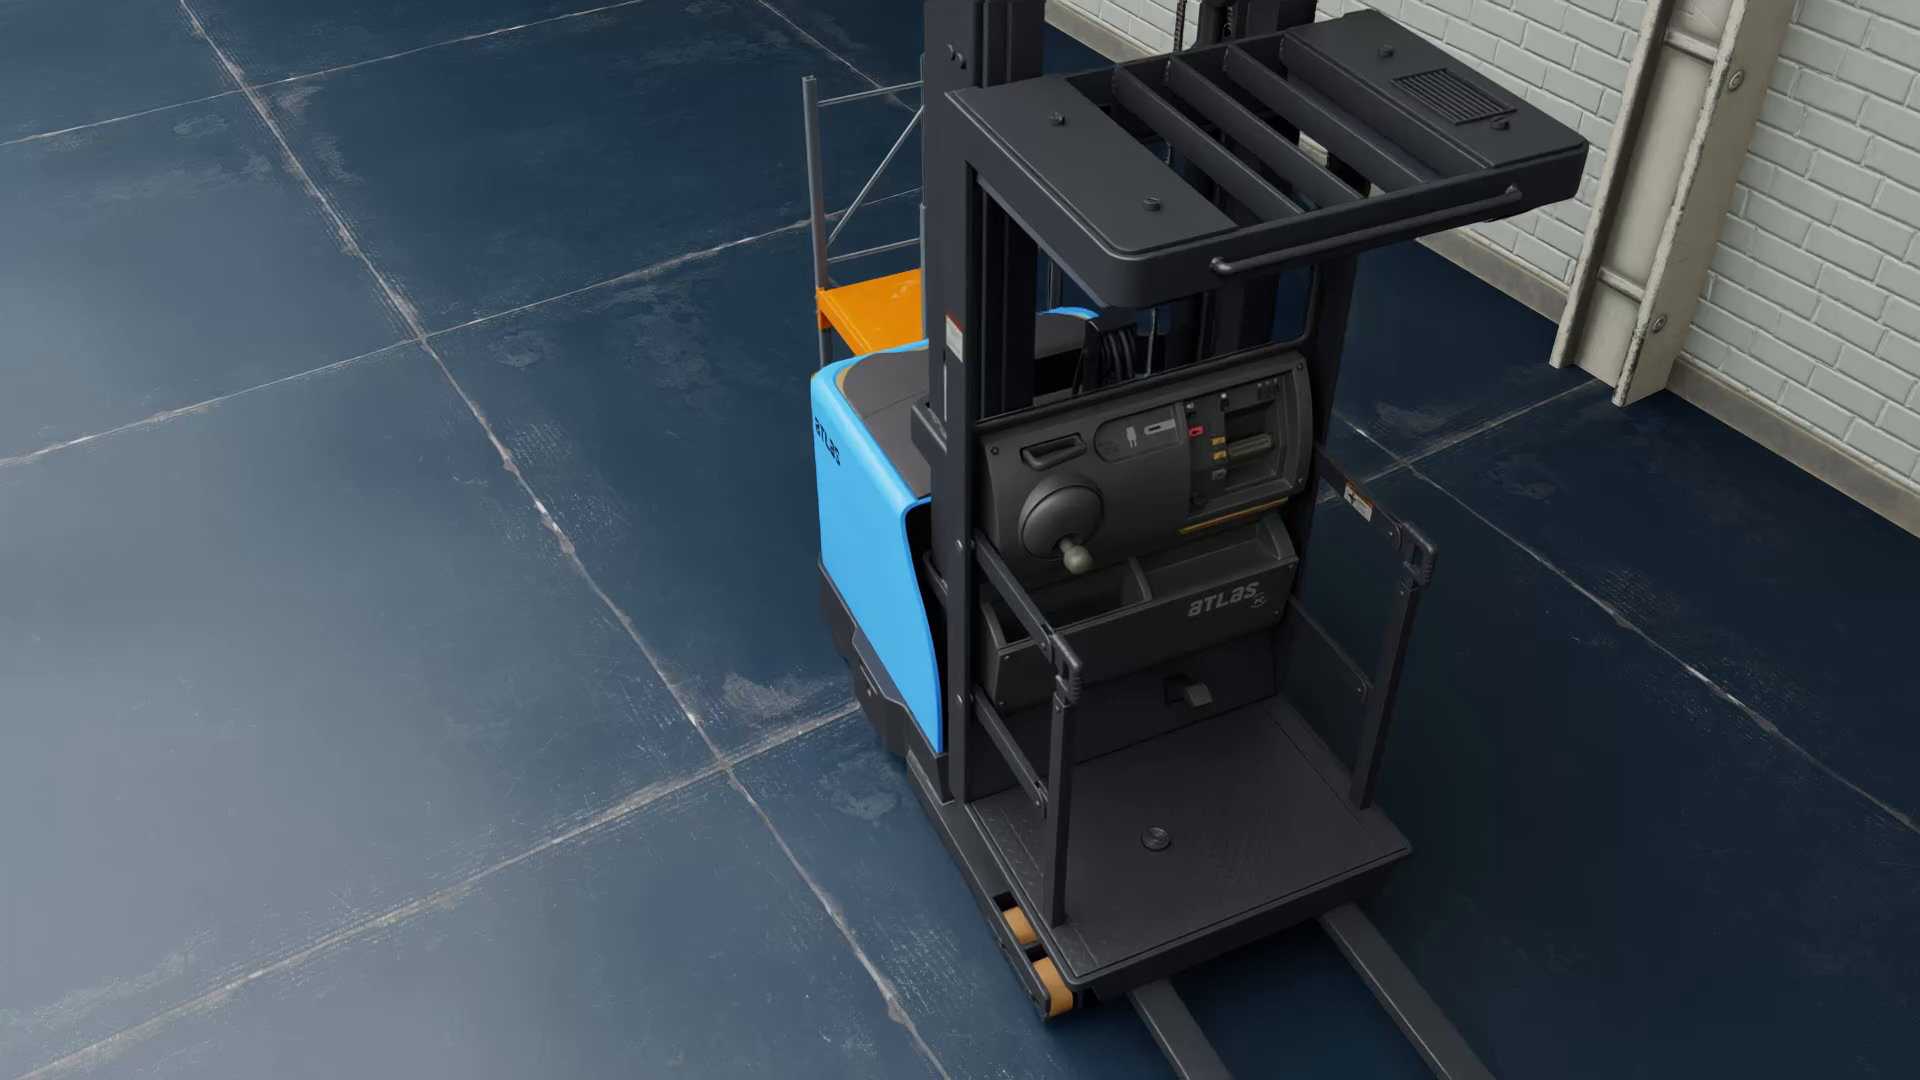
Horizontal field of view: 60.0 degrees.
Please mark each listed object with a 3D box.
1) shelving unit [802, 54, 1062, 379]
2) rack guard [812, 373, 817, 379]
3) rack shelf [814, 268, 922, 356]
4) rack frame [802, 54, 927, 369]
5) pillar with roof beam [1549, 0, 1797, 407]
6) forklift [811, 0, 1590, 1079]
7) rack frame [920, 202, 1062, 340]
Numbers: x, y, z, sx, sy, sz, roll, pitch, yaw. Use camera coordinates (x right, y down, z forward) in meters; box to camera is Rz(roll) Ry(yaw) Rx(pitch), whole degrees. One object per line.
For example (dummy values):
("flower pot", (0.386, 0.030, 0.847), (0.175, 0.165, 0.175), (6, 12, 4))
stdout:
("shelving unit", (-0.104, -0.814, 6.056), (0.587, 1.500, 1.083), (-17, 43, -19))
("rack guard", (-0.315, -0.623, 6.802), (0.587, 0.250, 0.087), (-17, 43, -19))
("rack shelf", (-0.108, -0.681, 6.177), (0.538, 0.185, 1.000), (-17, 43, -19))
("rack frame", (-0.324, -1.114, 6.416), (0.500, 1.500, 0.032), (-17, 43, -19))
("pillar with roof beam", (-0.859, -2.685, 2.443), (9.100, 9.000, 0.400), (-22, 45, -24))
("forklift", (0.586, -0.116, 4.100), (1.130, 2.935, 3.031), (-16, 43, -19))
("rack frame", (0.108, -0.525, 5.708), (0.500, 1.500, 0.032), (-17, 43, -19))
